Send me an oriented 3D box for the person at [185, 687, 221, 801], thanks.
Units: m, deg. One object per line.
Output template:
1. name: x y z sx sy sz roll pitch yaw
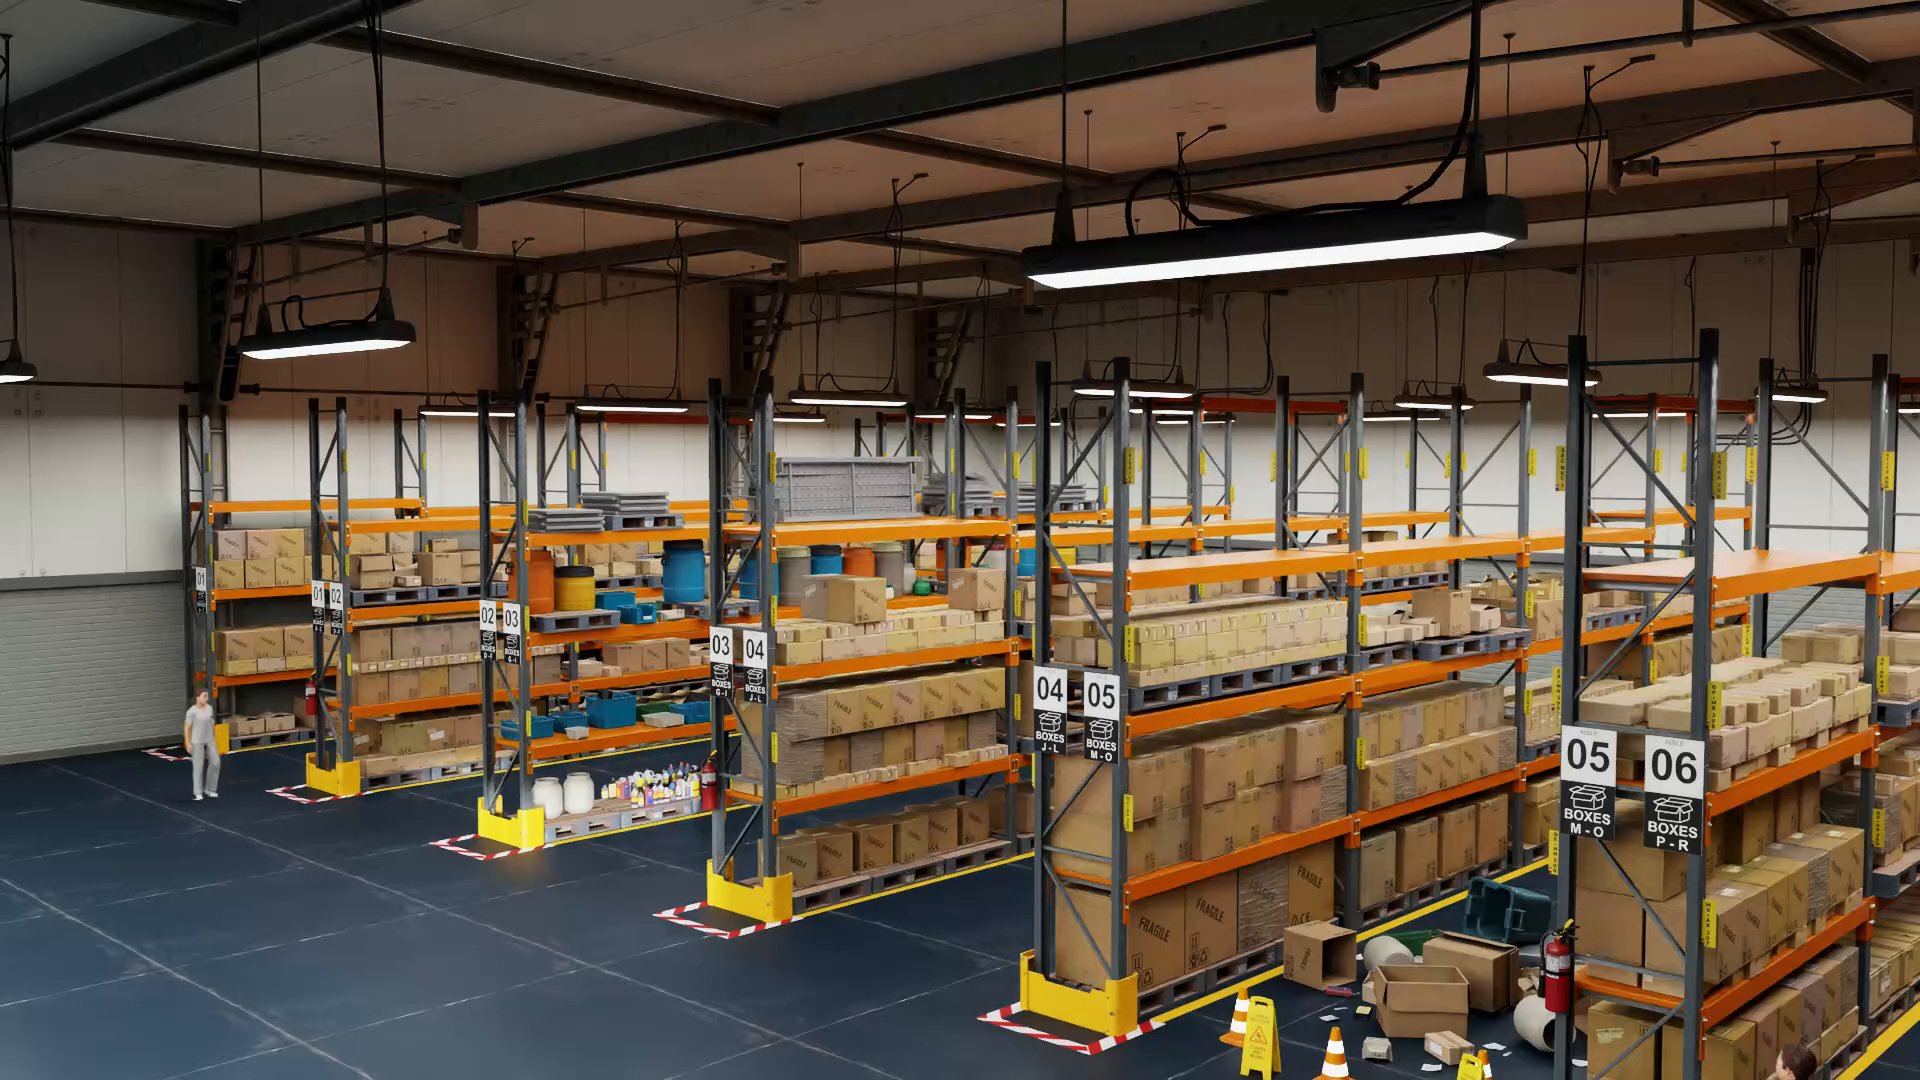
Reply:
1. person: -11.312 3.058 24.820 0.348 1.730 0.517 2 4 32

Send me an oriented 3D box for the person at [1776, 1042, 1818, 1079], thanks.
1. person: 4.934 3.803 9.812 0.627 1.659 0.453 1 3 23

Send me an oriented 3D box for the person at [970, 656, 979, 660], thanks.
1. person: 0.484 2.172 40.605 1.044 1.656 0.513 -3 4 -44
